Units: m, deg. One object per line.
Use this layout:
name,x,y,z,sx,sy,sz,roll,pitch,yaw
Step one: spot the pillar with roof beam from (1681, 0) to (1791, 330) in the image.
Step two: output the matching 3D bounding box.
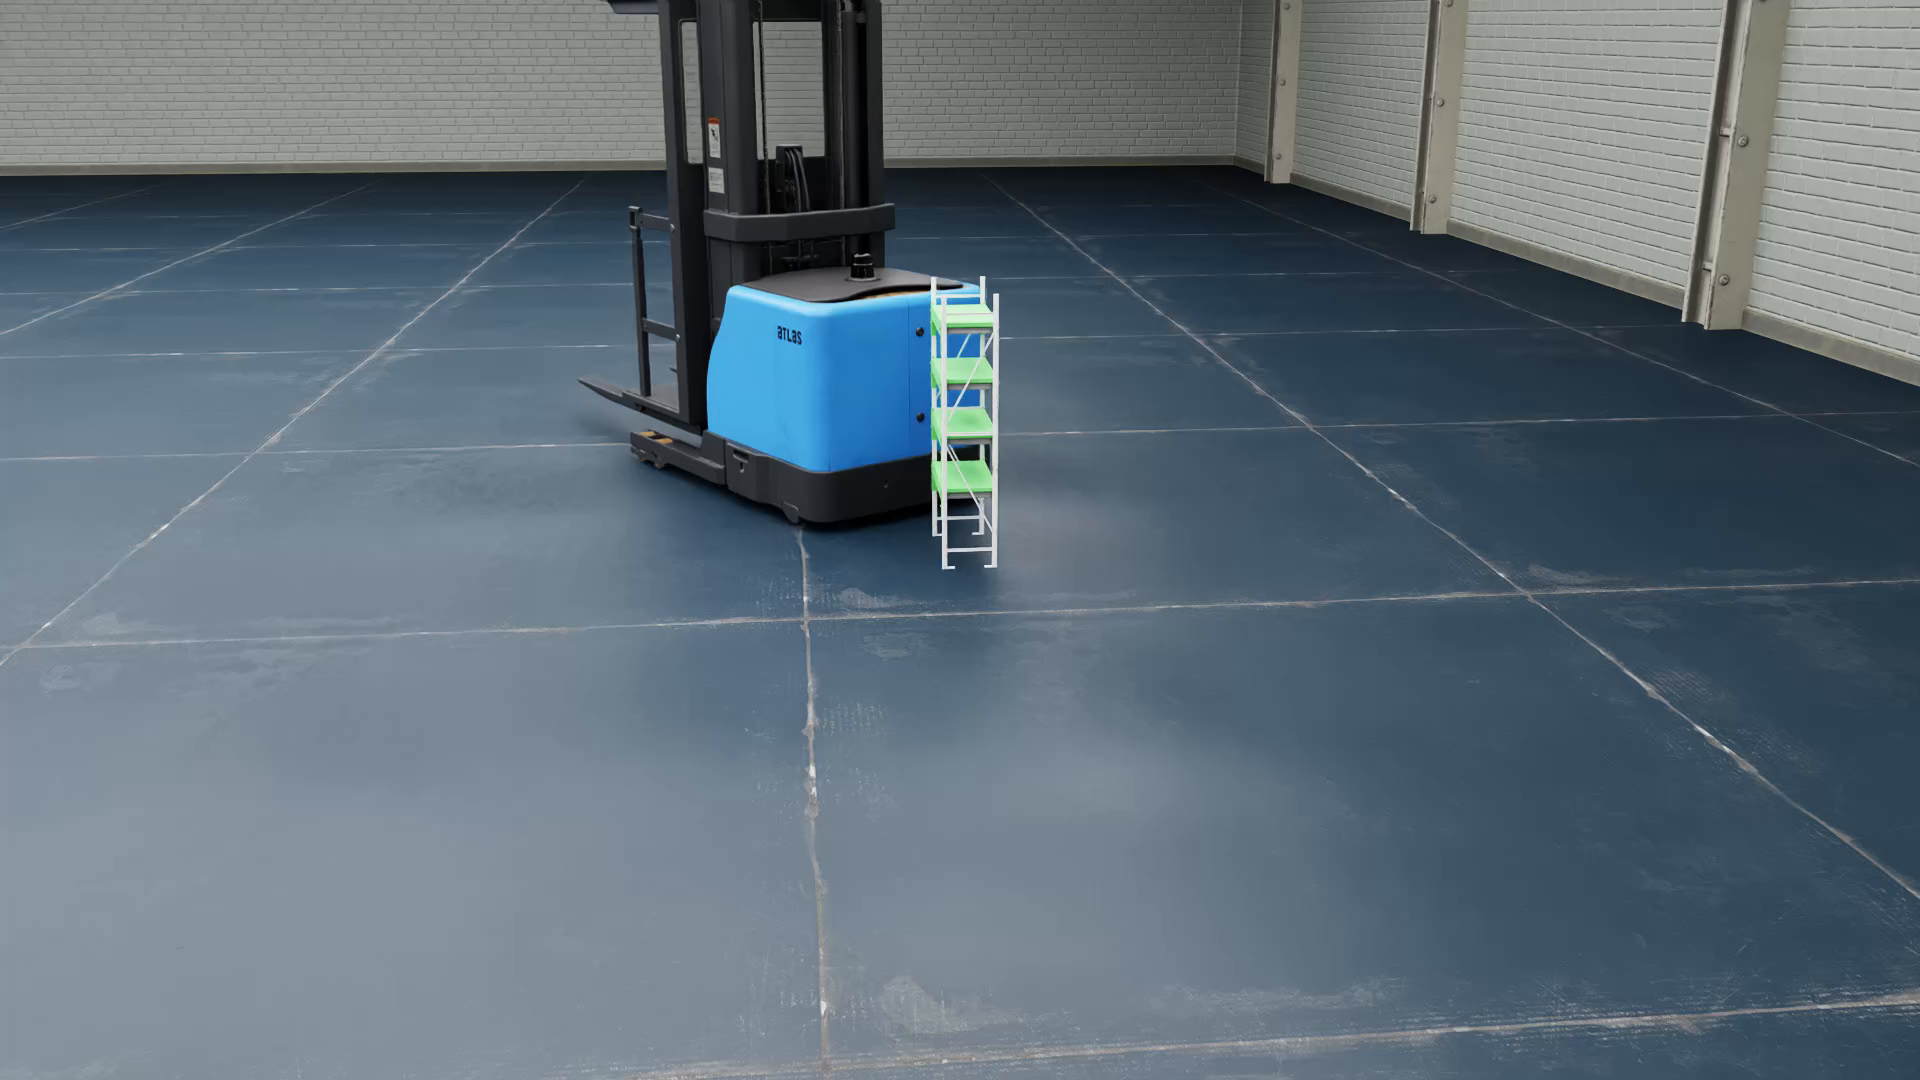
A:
pillar with roof beam,1.629,-5.851,11.290,9.100,9.000,0.400,-2,18,-6

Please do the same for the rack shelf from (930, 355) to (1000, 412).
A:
rack shelf,0.017,-0.691,7.288,0.258,0.148,0.480,-2,18,-6

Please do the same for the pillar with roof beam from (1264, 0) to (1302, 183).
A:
pillar with roof beam,0.392,-9.426,22.678,9.100,9.000,0.400,-2,18,-6

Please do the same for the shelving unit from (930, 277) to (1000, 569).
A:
shelving unit,0.017,-0.523,7.340,0.258,1.200,0.503,-2,18,-6

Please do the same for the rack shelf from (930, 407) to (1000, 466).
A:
rack shelf,0.017,-0.462,7.359,0.258,0.148,0.480,-2,18,-6

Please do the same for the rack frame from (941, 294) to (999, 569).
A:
rack frame,0.042,-0.450,7.109,0.240,1.200,0.015,-2,18,-6

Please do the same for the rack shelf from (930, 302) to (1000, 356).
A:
rack shelf,0.017,-0.920,7.216,0.258,0.148,0.480,-2,18,-6

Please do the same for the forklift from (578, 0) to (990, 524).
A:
forklift,-1.133,-1.854,8.690,1.130,2.935,3.031,-13,21,-35

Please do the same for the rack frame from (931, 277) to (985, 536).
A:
rack frame,-0.008,-0.596,7.572,0.240,1.200,0.015,-2,18,-6

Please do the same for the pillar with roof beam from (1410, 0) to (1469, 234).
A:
pillar with roof beam,1.011,-7.639,16.984,9.100,9.000,0.400,-2,18,-6

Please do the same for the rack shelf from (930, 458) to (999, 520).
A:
rack shelf,0.017,-0.233,7.431,0.258,0.148,0.480,-2,18,-6
